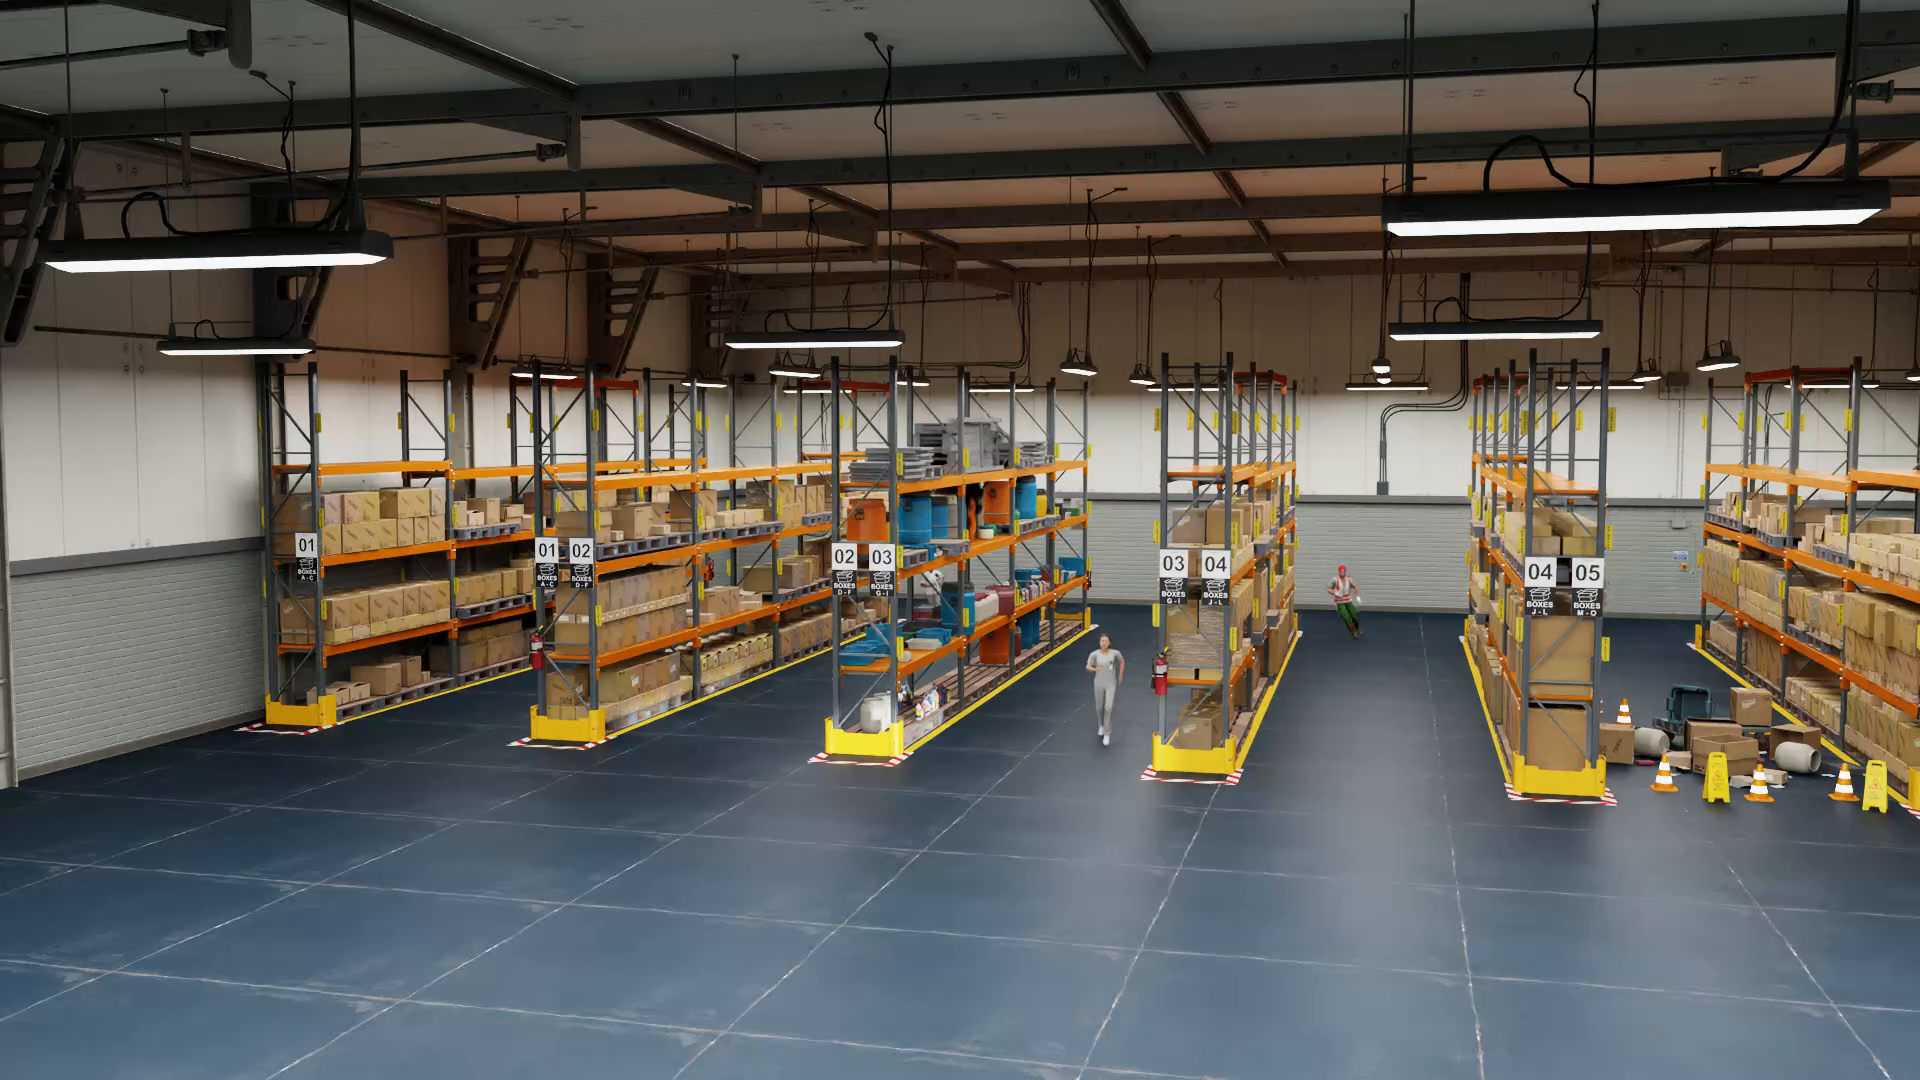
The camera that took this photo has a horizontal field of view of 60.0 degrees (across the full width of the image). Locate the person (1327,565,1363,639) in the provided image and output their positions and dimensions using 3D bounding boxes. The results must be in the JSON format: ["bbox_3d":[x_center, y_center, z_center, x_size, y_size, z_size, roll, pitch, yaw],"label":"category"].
[{"bbox_3d":[8.971,1.429,38.545,0.881,1.693,0.667,0,4,0],"label":"person"}]

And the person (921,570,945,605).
[{"bbox_3d":[-0.650,1.343,40.291,0.582,1.753,0.789,0,4,5],"label":"person"}]

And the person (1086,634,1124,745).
[{"bbox_3d":[2.275,2.307,26.137,0.583,1.697,0.894,1,4,9],"label":"person"}]
